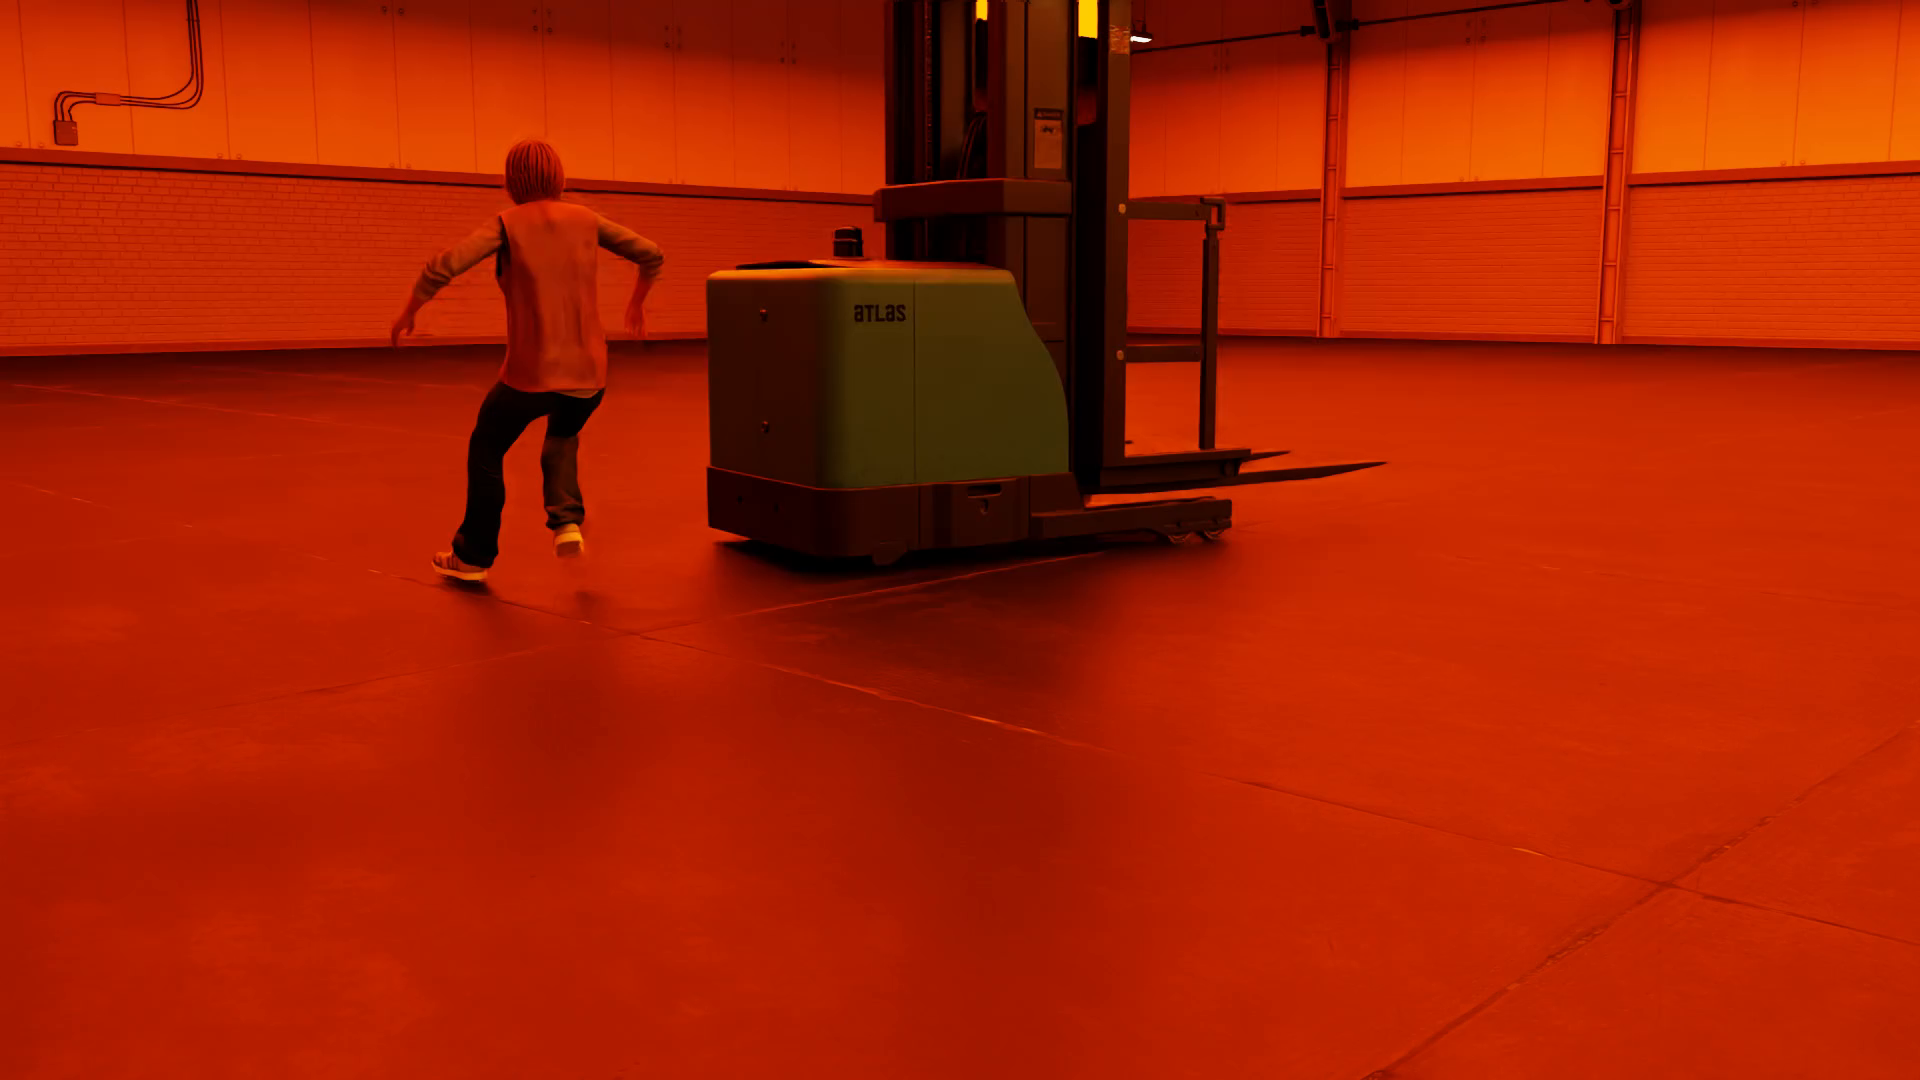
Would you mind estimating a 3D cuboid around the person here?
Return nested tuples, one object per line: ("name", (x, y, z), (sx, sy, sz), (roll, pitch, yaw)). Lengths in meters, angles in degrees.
("person", (-1.479, -0.586, 5.605), (0.891, 1.473, 0.727), (-5, 10, -32))

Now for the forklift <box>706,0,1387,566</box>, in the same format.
("forklift", (0.506, -1.500, 6.837), (3.031, 2.935, 1.130), (-6, 10, -33))
